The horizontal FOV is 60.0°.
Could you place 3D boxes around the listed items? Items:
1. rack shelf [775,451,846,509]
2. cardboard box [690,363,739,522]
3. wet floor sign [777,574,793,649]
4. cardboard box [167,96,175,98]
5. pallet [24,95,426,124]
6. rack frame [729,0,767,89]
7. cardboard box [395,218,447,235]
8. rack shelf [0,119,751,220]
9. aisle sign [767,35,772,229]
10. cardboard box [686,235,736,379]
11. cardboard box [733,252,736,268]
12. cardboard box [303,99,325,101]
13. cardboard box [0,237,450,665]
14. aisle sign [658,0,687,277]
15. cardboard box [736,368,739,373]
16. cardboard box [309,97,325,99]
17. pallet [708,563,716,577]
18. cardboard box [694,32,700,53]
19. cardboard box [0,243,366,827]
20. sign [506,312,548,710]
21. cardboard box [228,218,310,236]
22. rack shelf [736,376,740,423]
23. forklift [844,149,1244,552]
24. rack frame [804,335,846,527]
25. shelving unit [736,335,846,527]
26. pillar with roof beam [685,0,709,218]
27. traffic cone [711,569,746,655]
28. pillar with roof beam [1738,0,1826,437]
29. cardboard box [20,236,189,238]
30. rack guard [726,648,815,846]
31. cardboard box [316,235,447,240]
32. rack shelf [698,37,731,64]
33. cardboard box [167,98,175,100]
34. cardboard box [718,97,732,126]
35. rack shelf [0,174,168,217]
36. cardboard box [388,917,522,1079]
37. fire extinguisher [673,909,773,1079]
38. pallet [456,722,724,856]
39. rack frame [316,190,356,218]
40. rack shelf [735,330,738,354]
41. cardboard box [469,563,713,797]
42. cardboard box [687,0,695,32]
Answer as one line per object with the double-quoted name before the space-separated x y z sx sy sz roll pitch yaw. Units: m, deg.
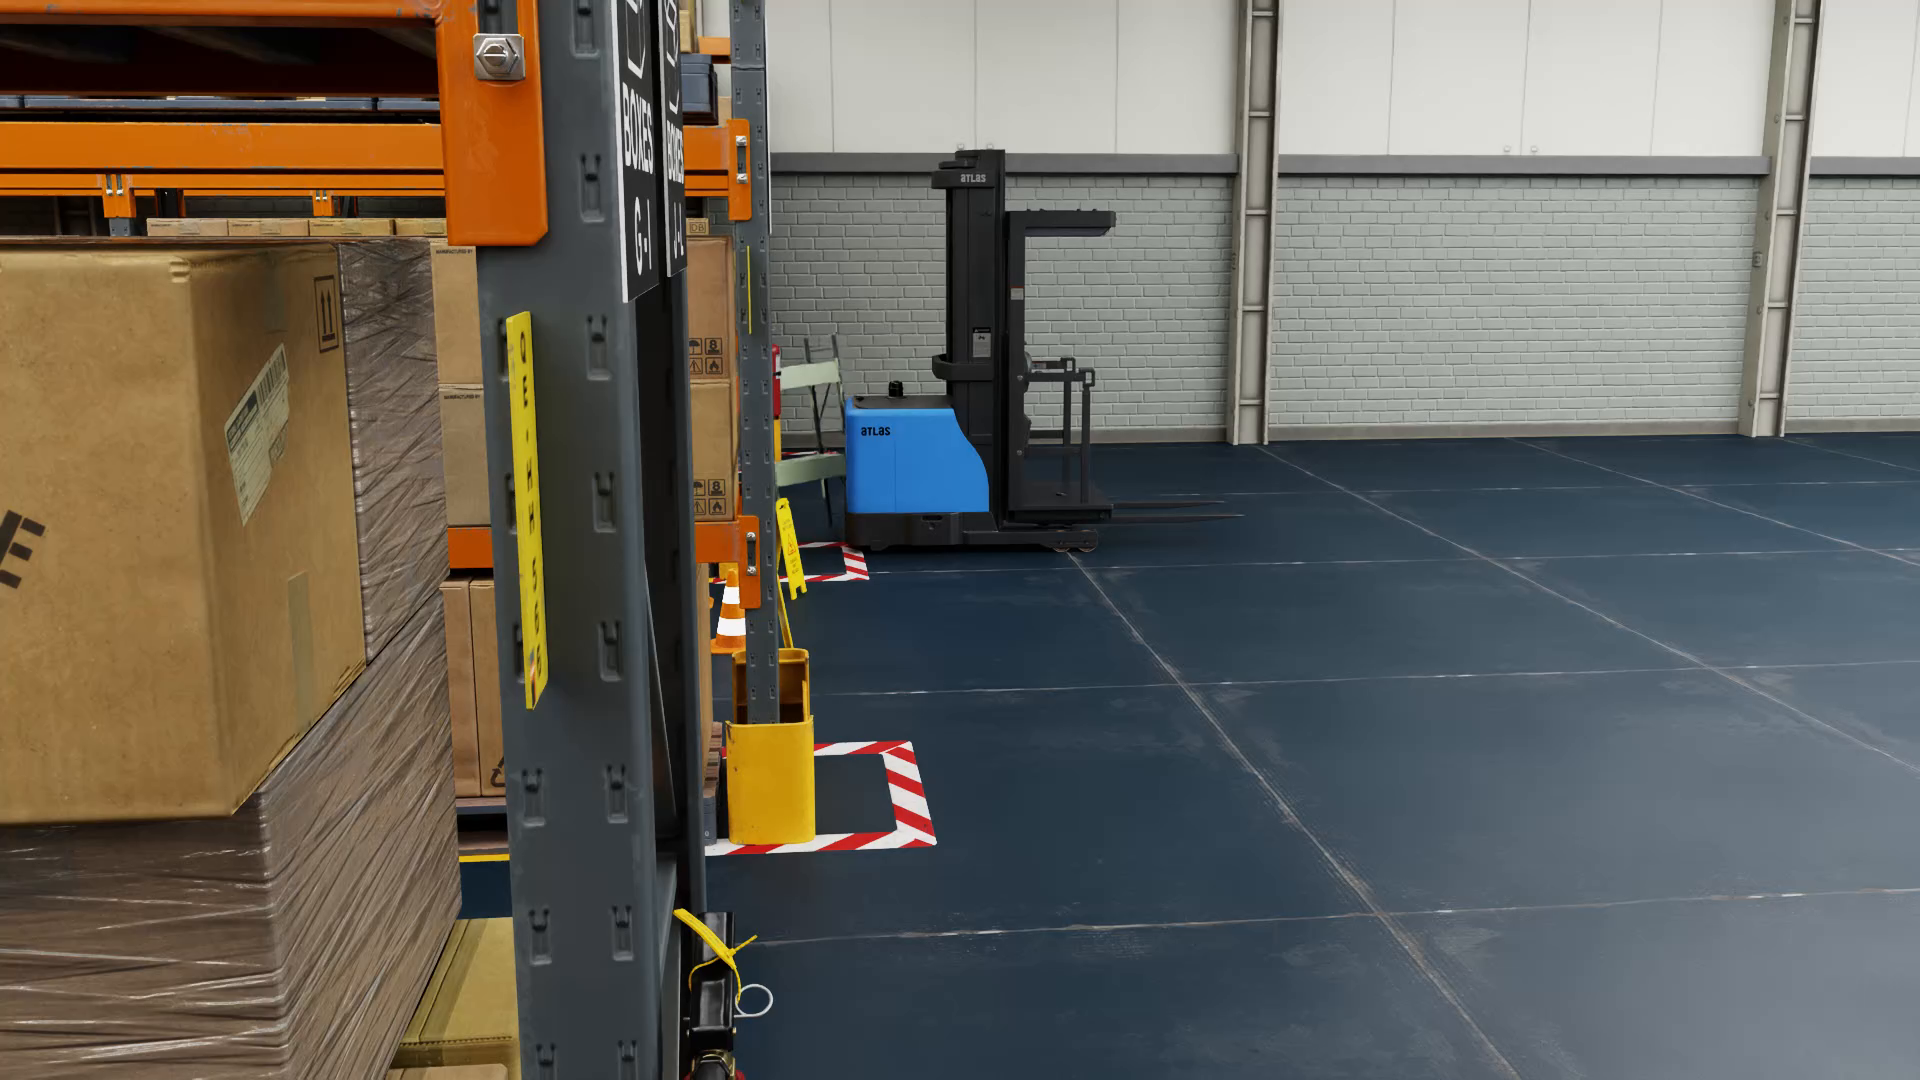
"rack shelf" -1.234 -0.457 12.813 0.720 0.370 0.431 -13 9 -40
"cardboard box" -1.204 -0.420 6.841 0.550 0.550 0.875 -1 11 -6
"wet floor sign" -1.025 0.412 9.101 0.232 0.644 0.267 -3 12 -16
"cardboard box" -5.103 -2.911 10.706 0.250 0.149 0.380 -1 11 -7
"pallet" -2.792 -1.748 6.437 1.213 0.211 1.003 -1 11 -6
"rack frame" -0.840 -3.307 6.360 0.127 3.000 1.000 -1 11 -6
"cardboard box" -3.470 -1.920 11.237 0.500 0.500 0.700 -1 11 -6
"rack shelf" -2.828 -1.440 6.507 4.000 0.370 1.077 -1 11 -6
"aisle sign" -0.802 -1.698 6.988 0.004 0.787 0.394 -1 11 -6
"cardboard box" -1.213 -0.966 6.819 0.550 0.550 0.875 -1 11 -6
"cardboard box" -2.371 -2.809 16.670 0.250 0.149 0.380 -1 11 -7
"cardboard box" -3.973 -2.748 10.913 0.500 0.250 0.500 -1 11 -6
"cardboard box" -0.981 -0.136 2.163 0.500 0.500 0.500 -1 11 -6
"aisle sign" -0.375 -0.744 2.138 0.004 0.787 0.394 -1 11 -6
"cardboard box" -2.438 -1.540 16.374 0.500 0.250 0.500 -1 11 -4
"cardboard box" -4.079 -2.941 10.859 0.250 0.149 0.380 -2 11 -8
"pallet" -2.362 0.070 11.966 1.213 0.211 1.003 -1 11 -6
"cardboard box" -1.215 -2.021 6.900 0.250 0.149 0.380 -1 11 -6
"cardboard box" -0.925 -0.037 1.656 0.500 0.500 0.500 -1 11 -6
"sign" -0.364 -0.026 1.404 0.005 0.325 0.100 -1 11 -6
"cardboard box" -4.480 -1.887 11.066 0.500 0.500 0.700 -1 11 -6
"rack shelf" -3.463 -0.916 11.614 4.000 0.370 1.077 -1 11 -6
"forklift" 0.627 -1.447 12.632 3.031 2.935 1.130 -1 11 -4
"rack frame" -1.000 -0.840 13.008 0.023 1.500 0.400 -13 9 -40
"shelving unit" -1.274 -0.778 12.774 0.755 1.500 0.431 -13 9 -40
"pillar with roof beam" -2.339 -4.539 12.626 0.400 9.000 9.100 -1 11 -6
"traffic cone" -1.305 0.397 9.651 0.334 0.463 0.336 -1 11 -6
"pillar with roof beam" 9.591 -4.789 13.897 0.400 9.000 9.100 -1 11 -6
"cardboard box" -3.360 -0.903 6.497 0.550 0.550 0.875 -1 11 -6
"rack guard" -0.816 0.863 7.183 0.348 0.500 1.175 -1 11 -6
"cardboard box" -2.321 -0.952 6.744 0.550 0.550 0.875 -1 11 -6
"rack shelf" -4.003 -4.615 15.916 4.000 0.370 1.077 -1 11 -6
"cardboard box" -4.984 -2.728 10.809 0.500 0.250 0.500 -1 11 -7
"cardboard box" -2.428 -3.982 15.965 0.500 0.500 0.500 -1 11 -4
"rack shelf" -7.440 -2.304 10.901 4.000 0.370 1.077 -1 11 -6
"cardboard box" -0.714 0.674 2.317 0.250 0.149 0.380 -1 11 -6
"fire extinguisher" -0.241 0.714 1.660 0.183 0.674 0.296 -1 11 -6
"pallet" -1.626 1.037 7.047 1.213 0.211 1.003 -1 11 -6
"rack frame" -5.991 -2.179 16.175 0.127 3.000 1.000 -1 11 -6
"rack shelf" -4.003 -1.867 16.456 4.000 0.370 1.077 -1 11 -6
"cardboard box" -1.507 0.500 6.967 0.875 0.875 0.875 -1 11 -6
"cardboard box" -1.347 -2.202 6.785 0.500 0.250 0.500 -1 11 -6
